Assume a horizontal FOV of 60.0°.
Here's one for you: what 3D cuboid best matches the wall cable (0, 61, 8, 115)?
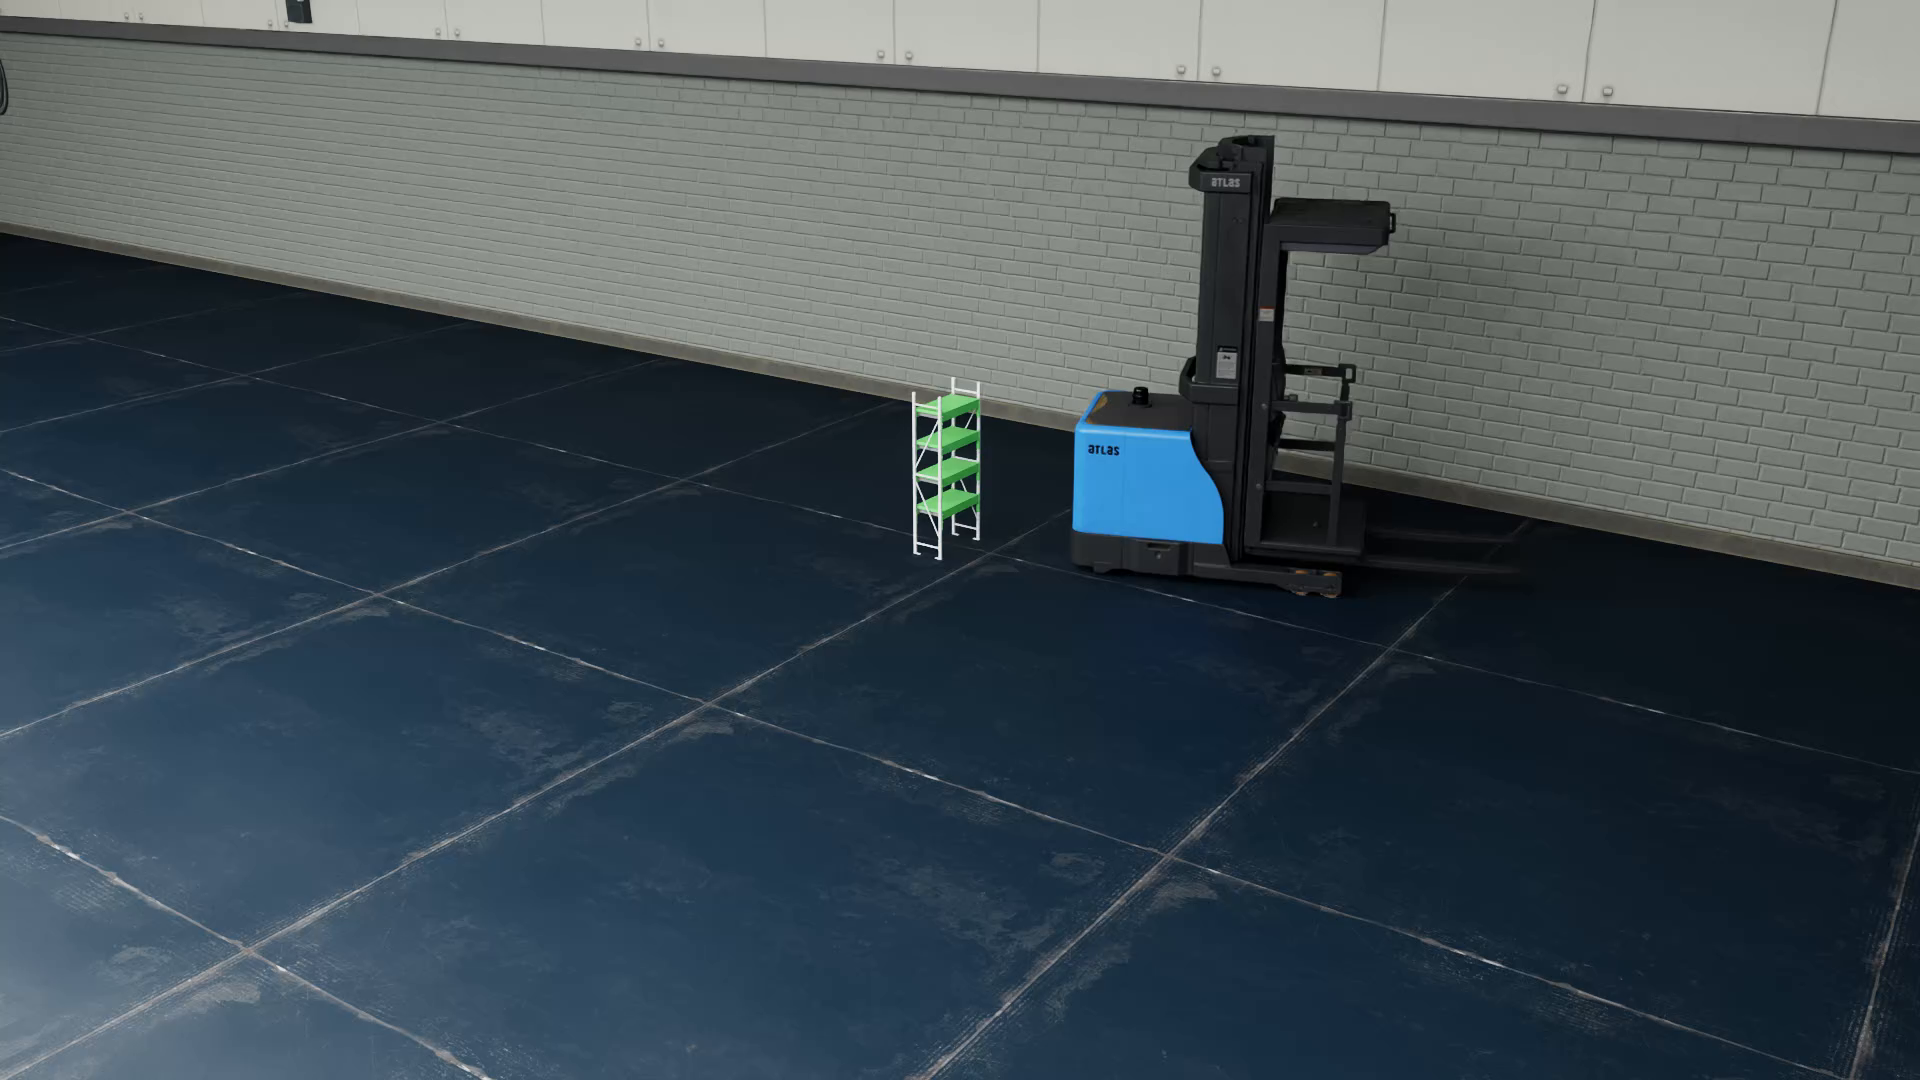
[{"bbox_3d":[-14.664,-7.415,23.816,3.097,2.526,0.112,13,24,32],"label":"wall cable"}]

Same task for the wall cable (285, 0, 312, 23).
[{"bbox_3d":[-6.822,-8.611,17.670,2.305,6.003,0.169,13,24,32],"label":"wall cable"}]

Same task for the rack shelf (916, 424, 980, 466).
[{"bbox_3d":[-0.093,-0.680,11.867,0.258,0.148,0.480,13,24,32],"label":"rack shelf"}]

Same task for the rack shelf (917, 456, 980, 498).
[{"bbox_3d":[-0.093,-0.455,11.951,0.258,0.148,0.480,13,24,32],"label":"rack shelf"}]

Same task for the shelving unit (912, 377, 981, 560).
[{"bbox_3d":[-0.093,-0.515,11.928,0.258,1.200,0.503,13,24,32],"label":"shelving unit"}]

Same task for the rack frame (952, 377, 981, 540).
[{"bbox_3d":[0.044,-0.585,12.118,0.240,1.200,0.015,13,24,32],"label":"rack frame"}]

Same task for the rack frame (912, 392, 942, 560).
[{"bbox_3d":[-0.230,-0.445,11.739,0.240,1.200,0.015,13,24,32],"label":"rack frame"}]

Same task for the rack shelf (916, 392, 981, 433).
[{"bbox_3d":[-0.093,-0.906,11.784,0.258,0.148,0.480,13,24,32],"label":"rack shelf"}]

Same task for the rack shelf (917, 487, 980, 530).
[{"bbox_3d":[-0.093,-0.230,12.034,0.258,0.148,0.480,13,24,32],"label":"rack shelf"}]

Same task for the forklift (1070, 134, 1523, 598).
[{"bbox_3d":[2.345,-1.188,11.251,3.031,2.935,1.130,5,21,13],"label":"forklift"}]
